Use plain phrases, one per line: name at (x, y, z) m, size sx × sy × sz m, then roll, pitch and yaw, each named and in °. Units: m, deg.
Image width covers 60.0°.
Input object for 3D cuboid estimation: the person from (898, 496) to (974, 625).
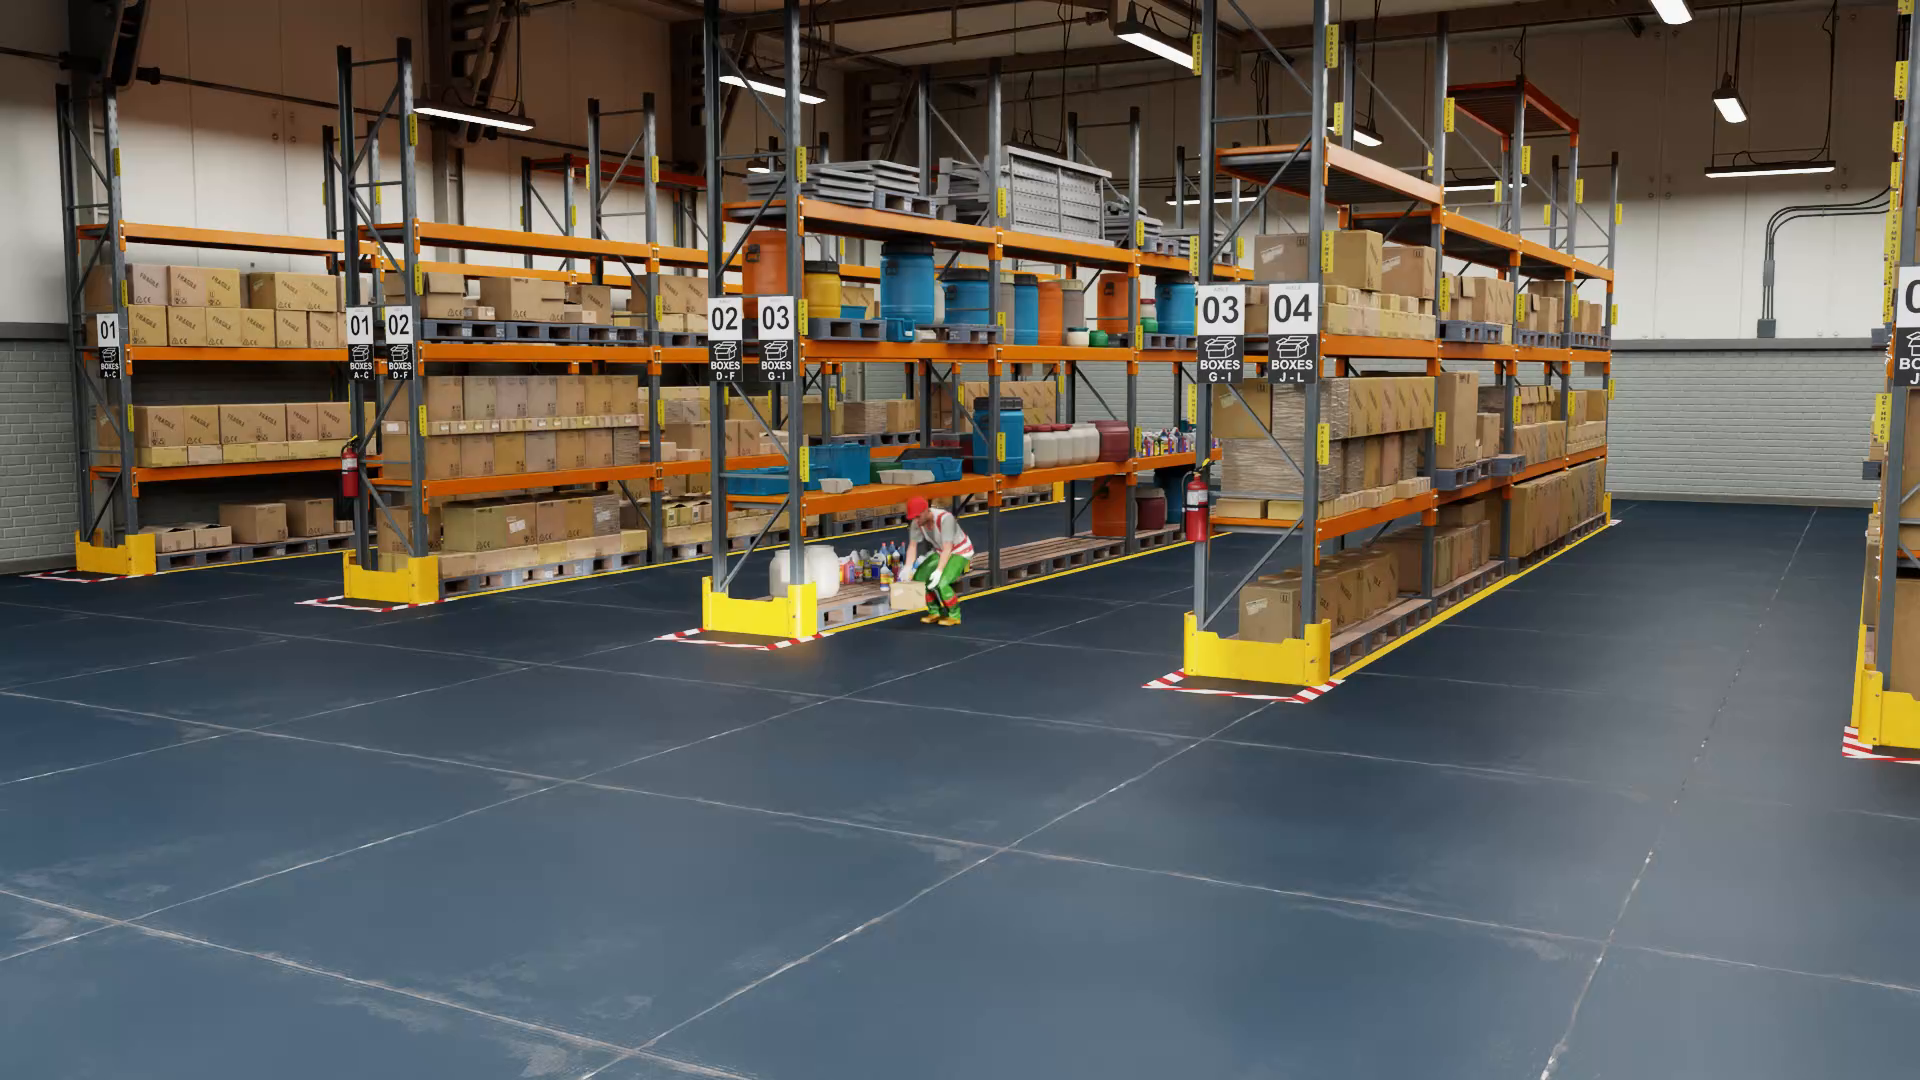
person at (-0.213, 0.198, 16.452) m, size 0.816 × 1.295 × 0.585 m, roll -5°, pitch 8°, yaw -42°
